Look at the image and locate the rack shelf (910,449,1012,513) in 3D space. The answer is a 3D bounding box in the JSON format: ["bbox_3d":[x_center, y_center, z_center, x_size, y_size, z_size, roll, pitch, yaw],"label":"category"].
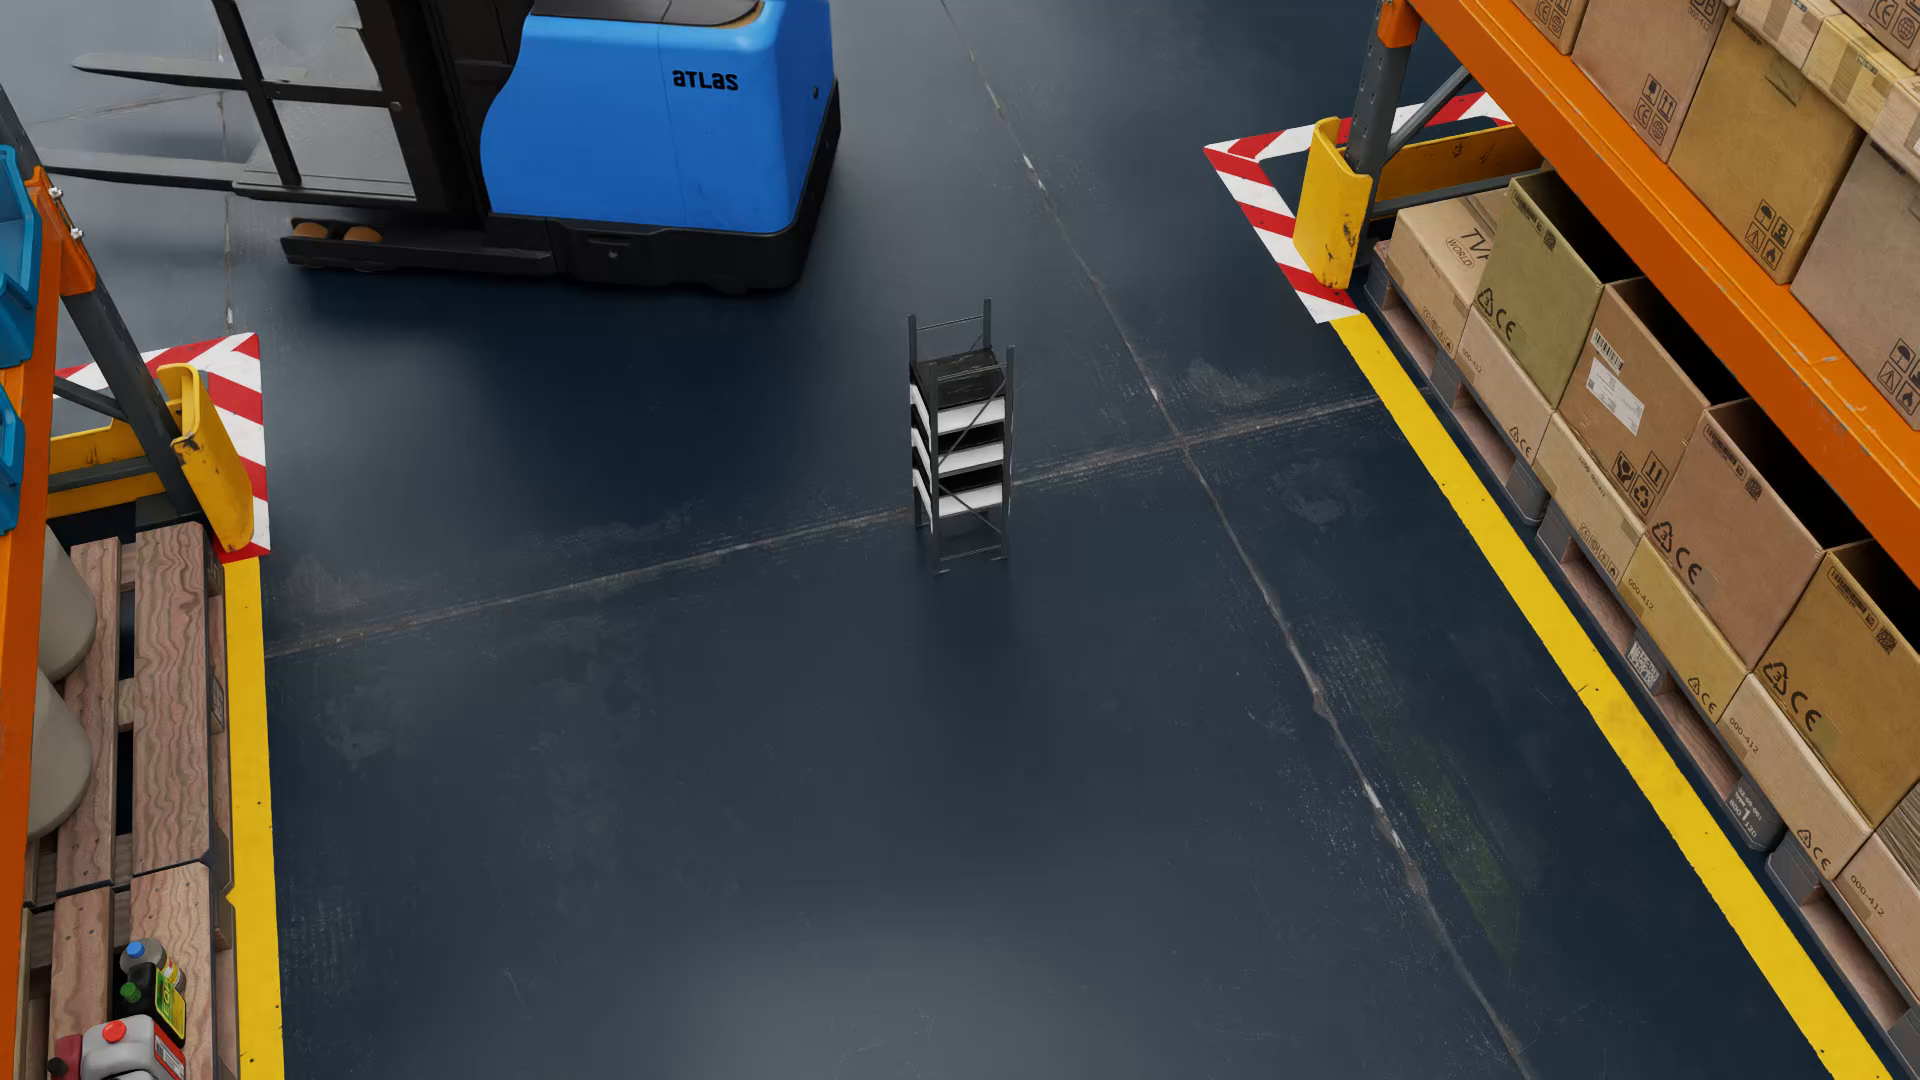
[{"bbox_3d":[-10.165,-11.826,13.193,11.303,3.100,33.284,-13,51,-11],"label":"rack shelf"}]

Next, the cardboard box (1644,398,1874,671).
[{"bbox_3d":[2.224,-0.052,4.365,0.500,0.500,0.500,-13,51,-11],"label":"cardboard box"}]

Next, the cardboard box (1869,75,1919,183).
[{"bbox_3d":[2.201,-0.883,3.543,0.380,0.149,0.250,-13,51,-11],"label":"cardboard box"}]

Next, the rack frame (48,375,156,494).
[{"bbox_3d":[-2.899,-0.982,4.116,0.949,2.616,0.053,-13,51,-11],"label":"rack frame"}]

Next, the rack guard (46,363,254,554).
[{"bbox_3d":[-2.829,-0.132,5.034,1.175,0.500,0.348,-13,51,-11],"label":"rack guard"}]

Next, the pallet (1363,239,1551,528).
[{"bbox_3d":[2.103,-0.652,5.661,1.003,0.211,1.213,-13,51,-11],"label":"pallet"}]

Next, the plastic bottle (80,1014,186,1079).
[{"bbox_3d":[-1.886,1.186,3.782,0.152,0.276,0.135,-13,51,-11],"label":"plastic bottle"}]

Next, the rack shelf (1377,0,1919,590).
[{"bbox_3d":[2.428,-0.407,4.102,1.077,0.370,4.000,-13,51,-11],"label":"rack shelf"}]

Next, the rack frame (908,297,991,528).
[{"bbox_3d":[-0.028,-0.358,4.964,0.240,0.900,0.006,-13,51,-11],"label":"rack frame"}]

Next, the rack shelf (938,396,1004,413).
[{"bbox_3d":[0.002,-0.446,4.709,0.199,0.015,0.184,-13,51,-11],"label":"rack shelf"}]

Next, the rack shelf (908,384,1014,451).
[{"bbox_3d":[0.002,-0.379,4.789,0.258,0.077,0.200,-13,51,-11],"label":"rack shelf"}]

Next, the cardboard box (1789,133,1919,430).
[{"bbox_3d":[2.423,-0.658,3.777,0.700,0.500,0.500,-12,51,-10],"label":"cardboard box"}]

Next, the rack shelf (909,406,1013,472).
[{"bbox_3d":[0.002,-0.321,4.858,0.258,0.077,0.200,-13,51,-11],"label":"rack shelf"}]

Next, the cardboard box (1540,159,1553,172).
[{"bbox_3d":[2.280,-1.266,5.389,0.500,0.500,0.500,-13,51,-11],"label":"cardboard box"}]

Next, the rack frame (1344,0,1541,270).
[{"bbox_3d":[1.837,-2.100,5.058,1.000,3.000,0.127,-13,51,-11],"label":"rack frame"}]

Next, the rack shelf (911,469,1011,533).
[{"bbox_3d":[0.002,-0.147,5.064,0.258,0.077,0.200,-13,51,-11],"label":"rack shelf"}]

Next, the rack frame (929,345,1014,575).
[{"bbox_3d":[0.032,-0.210,4.838,0.240,0.900,0.006,-13,51,-11],"label":"rack frame"}]

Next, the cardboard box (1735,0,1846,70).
[{"bbox_3d":[2.054,-1.252,3.854,0.380,0.149,0.250,-15,51,-12],"label":"cardboard box"}]

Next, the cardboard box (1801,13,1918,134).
[{"bbox_3d":[2.130,-1.065,3.697,0.380,0.149,0.250,-14,51,-11],"label":"cardboard box"}]

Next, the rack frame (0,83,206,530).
[{"bbox_3d":[-2.896,-0.982,4.116,1.000,3.000,0.127,-13,51,-11],"label":"rack frame"}]

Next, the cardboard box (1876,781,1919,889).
[{"bbox_3d":[2.537,0.674,3.753,0.500,0.500,0.500,-13,51,-11],"label":"cardboard box"}]

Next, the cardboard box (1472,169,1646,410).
[{"bbox_3d":[1.933,-0.784,4.982,0.500,0.500,0.500,-13,51,-11],"label":"cardboard box"}]

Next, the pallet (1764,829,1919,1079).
[{"bbox_3d":[2.825,1.130,4.159,1.003,0.211,1.213,-13,51,-11],"label":"pallet"}]

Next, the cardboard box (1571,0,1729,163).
[{"bbox_3d":[2.123,-1.406,4.408,0.700,0.500,0.500,-12,51,-10],"label":"cardboard box"}]

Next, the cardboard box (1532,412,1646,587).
[{"bbox_3d":[2.082,-0.177,4.961,0.500,0.250,0.500,-13,51,-11],"label":"cardboard box"}]

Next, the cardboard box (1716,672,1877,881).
[{"bbox_3d":[2.373,0.554,4.345,0.500,0.250,0.500,-13,51,-11],"label":"cardboard box"}]

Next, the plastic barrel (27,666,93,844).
[{"bbox_3d":[-2.480,0.514,4.208,0.421,0.512,0.421,0,50,0],"label":"plastic barrel"}]

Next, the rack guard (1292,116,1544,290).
[{"bbox_3d":[1.830,-1.311,6.029,1.175,0.500,0.348,-13,51,-11],"label":"rack guard"}]

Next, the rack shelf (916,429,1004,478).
[{"bbox_3d":[0.002,-0.276,4.911,0.221,0.026,0.190,-13,51,-11],"label":"rack shelf"}]

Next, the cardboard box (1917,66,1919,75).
[{"bbox_3d":[2.437,-1.051,3.260,0.700,0.500,0.500,-13,51,-11],"label":"cardboard box"}]

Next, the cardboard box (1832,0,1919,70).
[{"bbox_3d":[2.289,-1.417,3.568,0.700,0.500,0.500,-13,51,-11],"label":"cardboard box"}]

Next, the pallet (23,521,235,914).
[{"bbox_3d":[-2.594,0.556,4.643,1.003,0.211,1.213,-13,51,-11],"label":"pallet"}]

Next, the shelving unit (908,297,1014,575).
[{"bbox_3d":[-10.164,-11.825,13.191,11.303,3.100,33.289,-13,51,-11],"label":"shelving unit"}]

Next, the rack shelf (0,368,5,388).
[{"bbox_3d":[-2.305,0.647,3.085,0.919,0.124,3.809,-13,51,-11],"label":"rack shelf"}]

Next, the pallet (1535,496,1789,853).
[{"bbox_3d":[2.460,0.238,4.911,1.003,0.211,1.213,-13,51,-11],"label":"pallet"}]

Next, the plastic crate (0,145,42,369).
[{"bbox_3d":[-2.462,-0.637,3.922,0.499,0.251,0.616,-13,51,-11],"label":"plastic crate"}]

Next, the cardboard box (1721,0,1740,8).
[{"bbox_3d":[1.973,-1.446,4.018,0.380,0.149,0.250,-14,51,-12],"label":"cardboard box"}]

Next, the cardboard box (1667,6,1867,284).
[{"bbox_3d":[2.264,-1.042,4.101,0.700,0.500,0.500,-13,51,-11],"label":"cardboard box"}]

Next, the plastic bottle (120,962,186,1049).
[{"bbox_3d":[-1.882,1.075,3.871,0.061,0.283,0.133,-12,51,-10],"label":"plastic bottle"}]

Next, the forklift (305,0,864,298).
[{"bbox_3d":[-1.929,-2.309,5.279,3.031,2.935,1.130,5,50,4],"label":"forklift"}]
